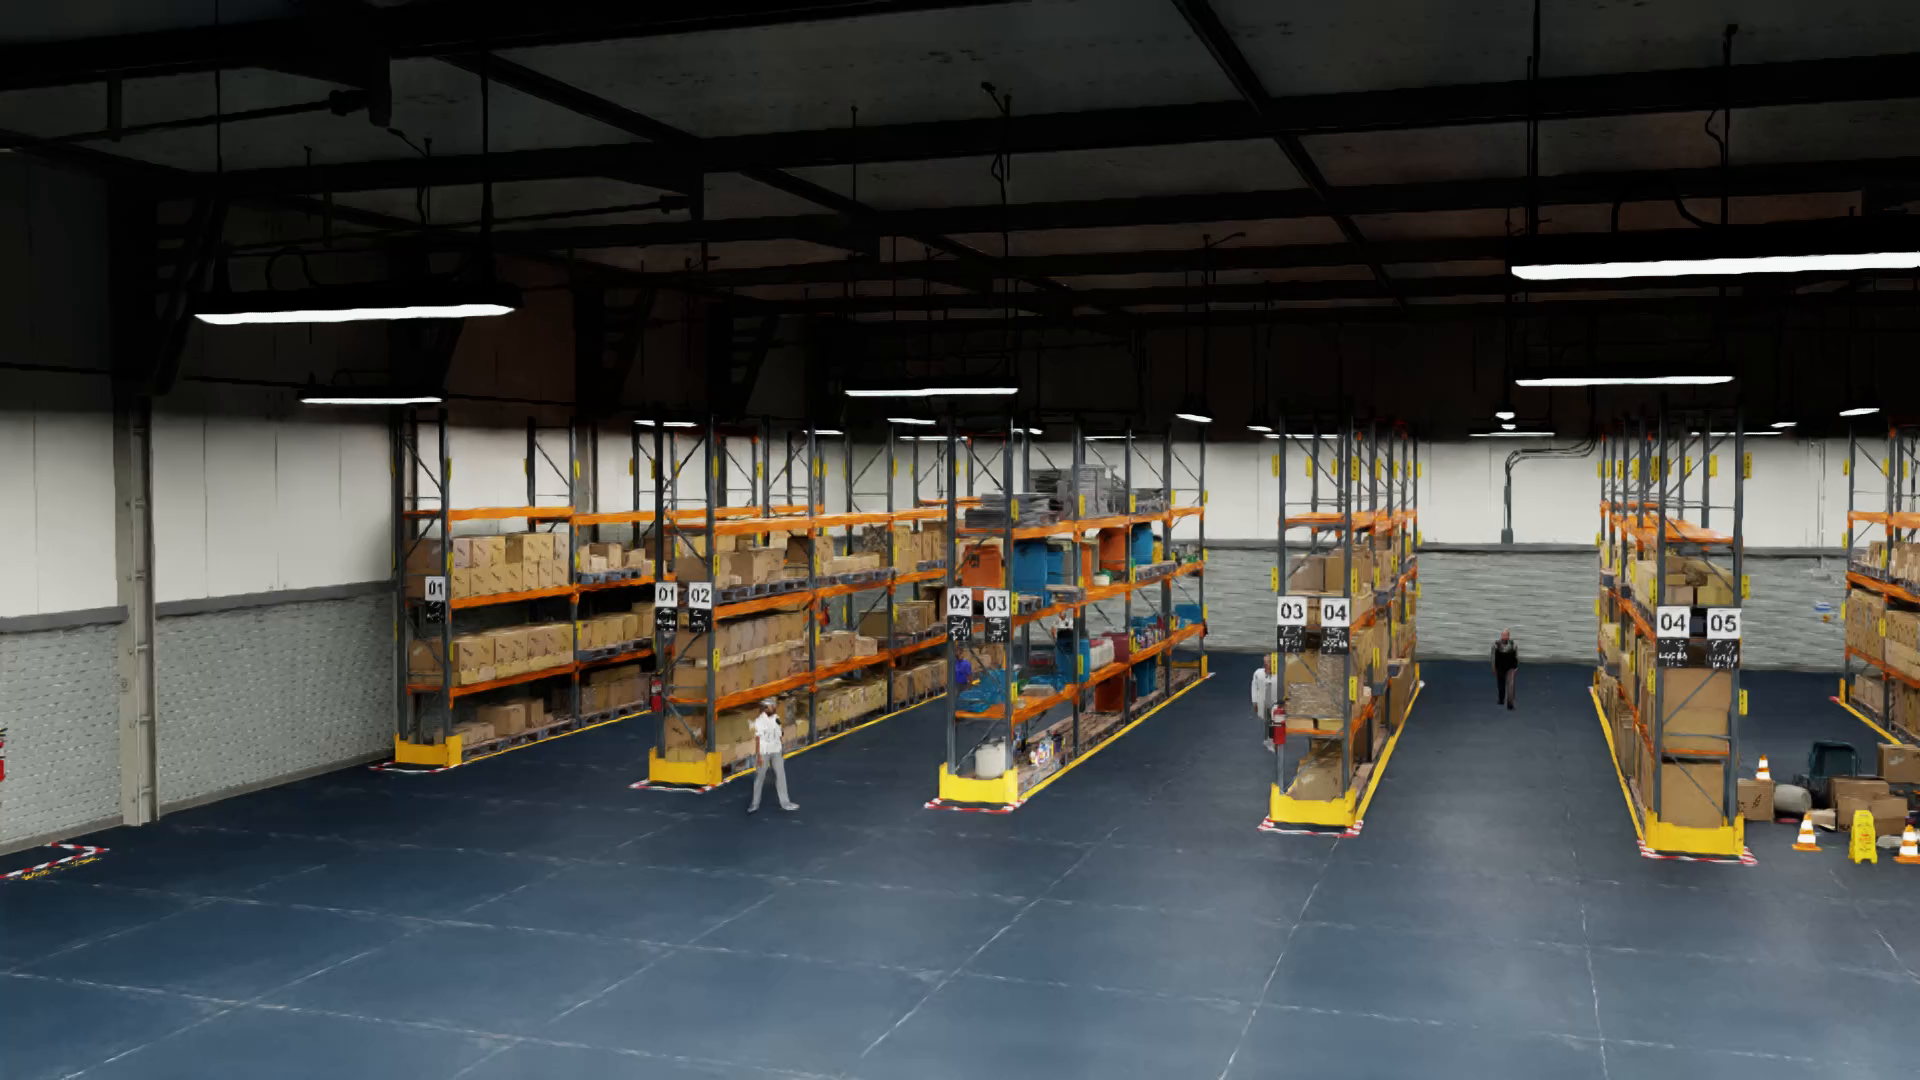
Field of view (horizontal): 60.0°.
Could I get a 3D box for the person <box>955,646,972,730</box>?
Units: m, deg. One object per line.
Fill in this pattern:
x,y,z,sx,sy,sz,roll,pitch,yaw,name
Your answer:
0.034,2.828,31.892,0.461,1.596,0.999,1,3,17,person

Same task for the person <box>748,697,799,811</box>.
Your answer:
-2.758,3.111,24.304,0.679,1.674,0.521,-2,3,-40,person

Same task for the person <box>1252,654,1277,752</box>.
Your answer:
5.463,2.869,29.494,0.598,1.698,1.194,1,3,21,person

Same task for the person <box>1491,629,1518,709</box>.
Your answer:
11.383,2.677,34.764,0.543,1.648,1.115,1,3,20,person

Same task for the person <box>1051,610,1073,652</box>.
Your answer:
2.522,2.465,40.610,0.625,1.611,0.582,1,3,17,person
